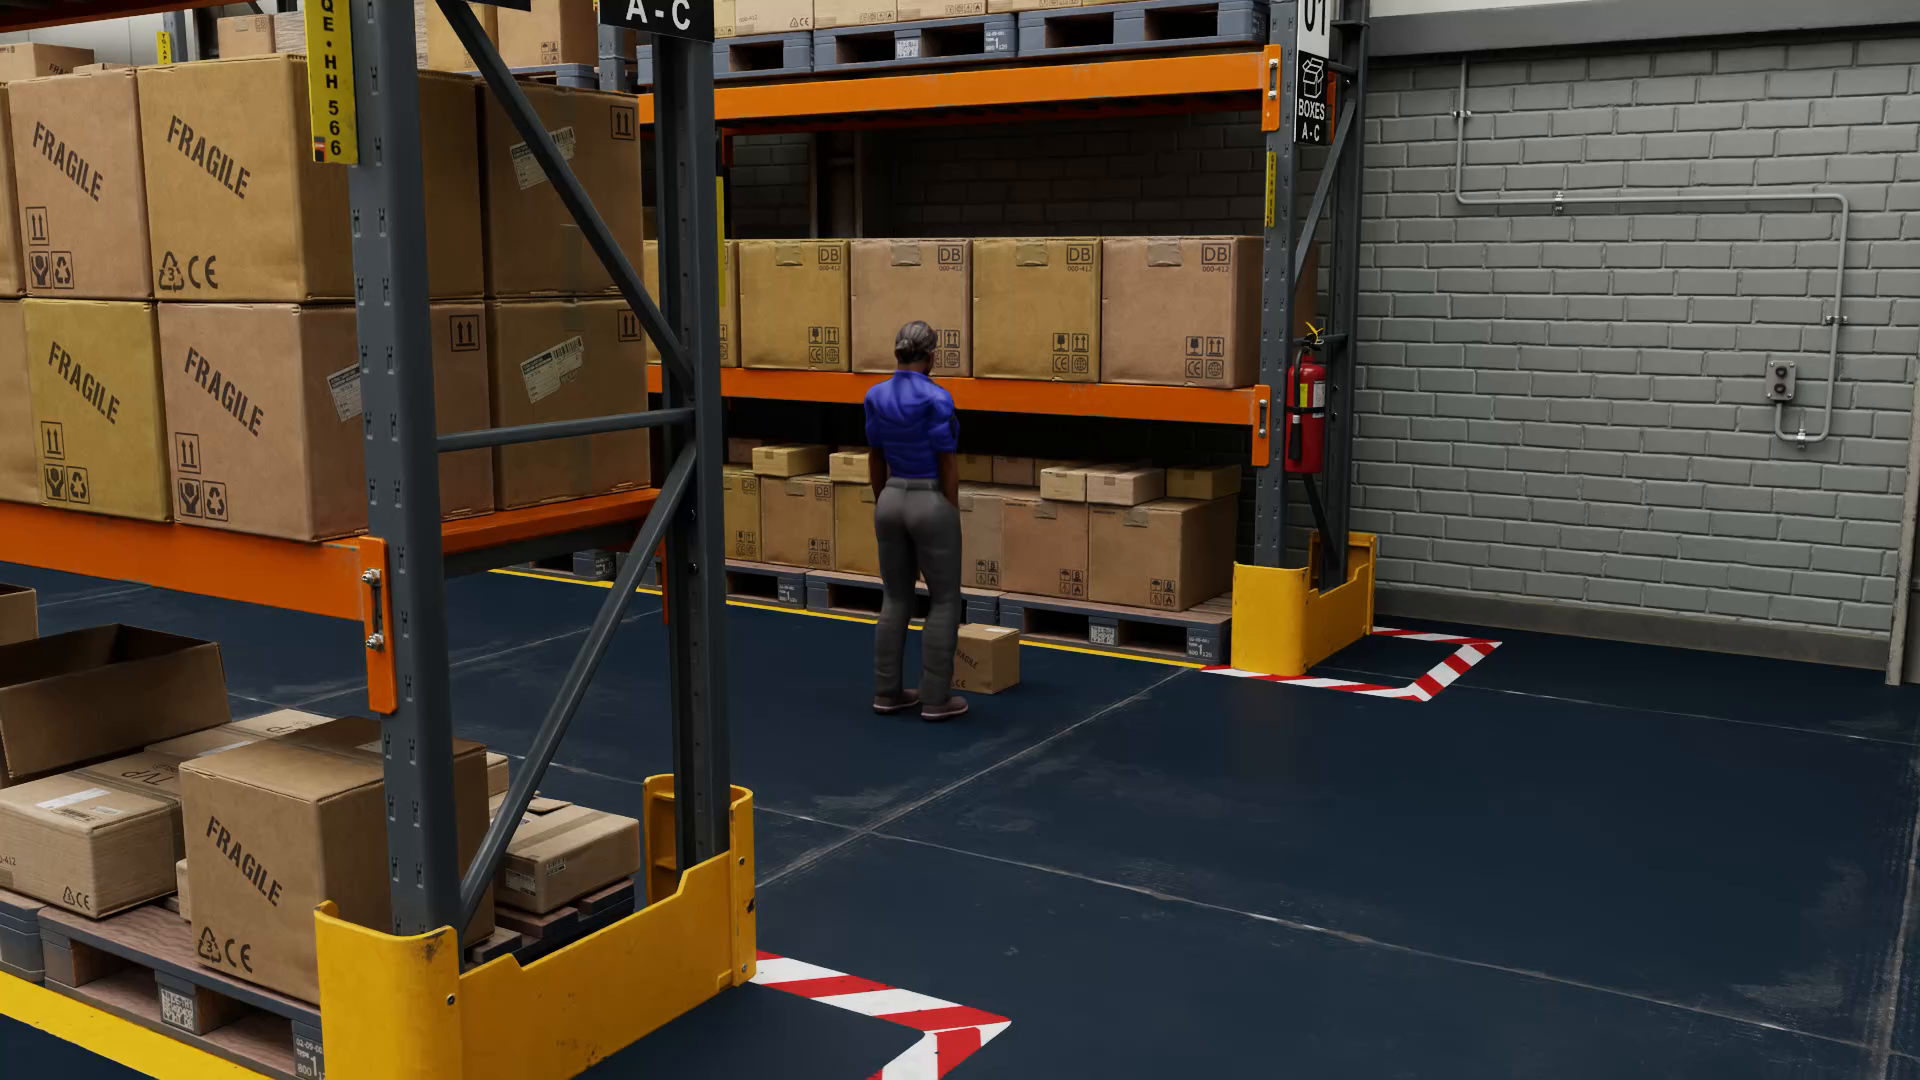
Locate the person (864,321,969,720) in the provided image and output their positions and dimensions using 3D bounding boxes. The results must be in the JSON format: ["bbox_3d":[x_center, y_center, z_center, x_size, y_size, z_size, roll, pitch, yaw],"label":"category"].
[{"bbox_3d":[-0.190,-0.083,6.945,0.440,1.649,0.305,6,11,32],"label":"person"}]
